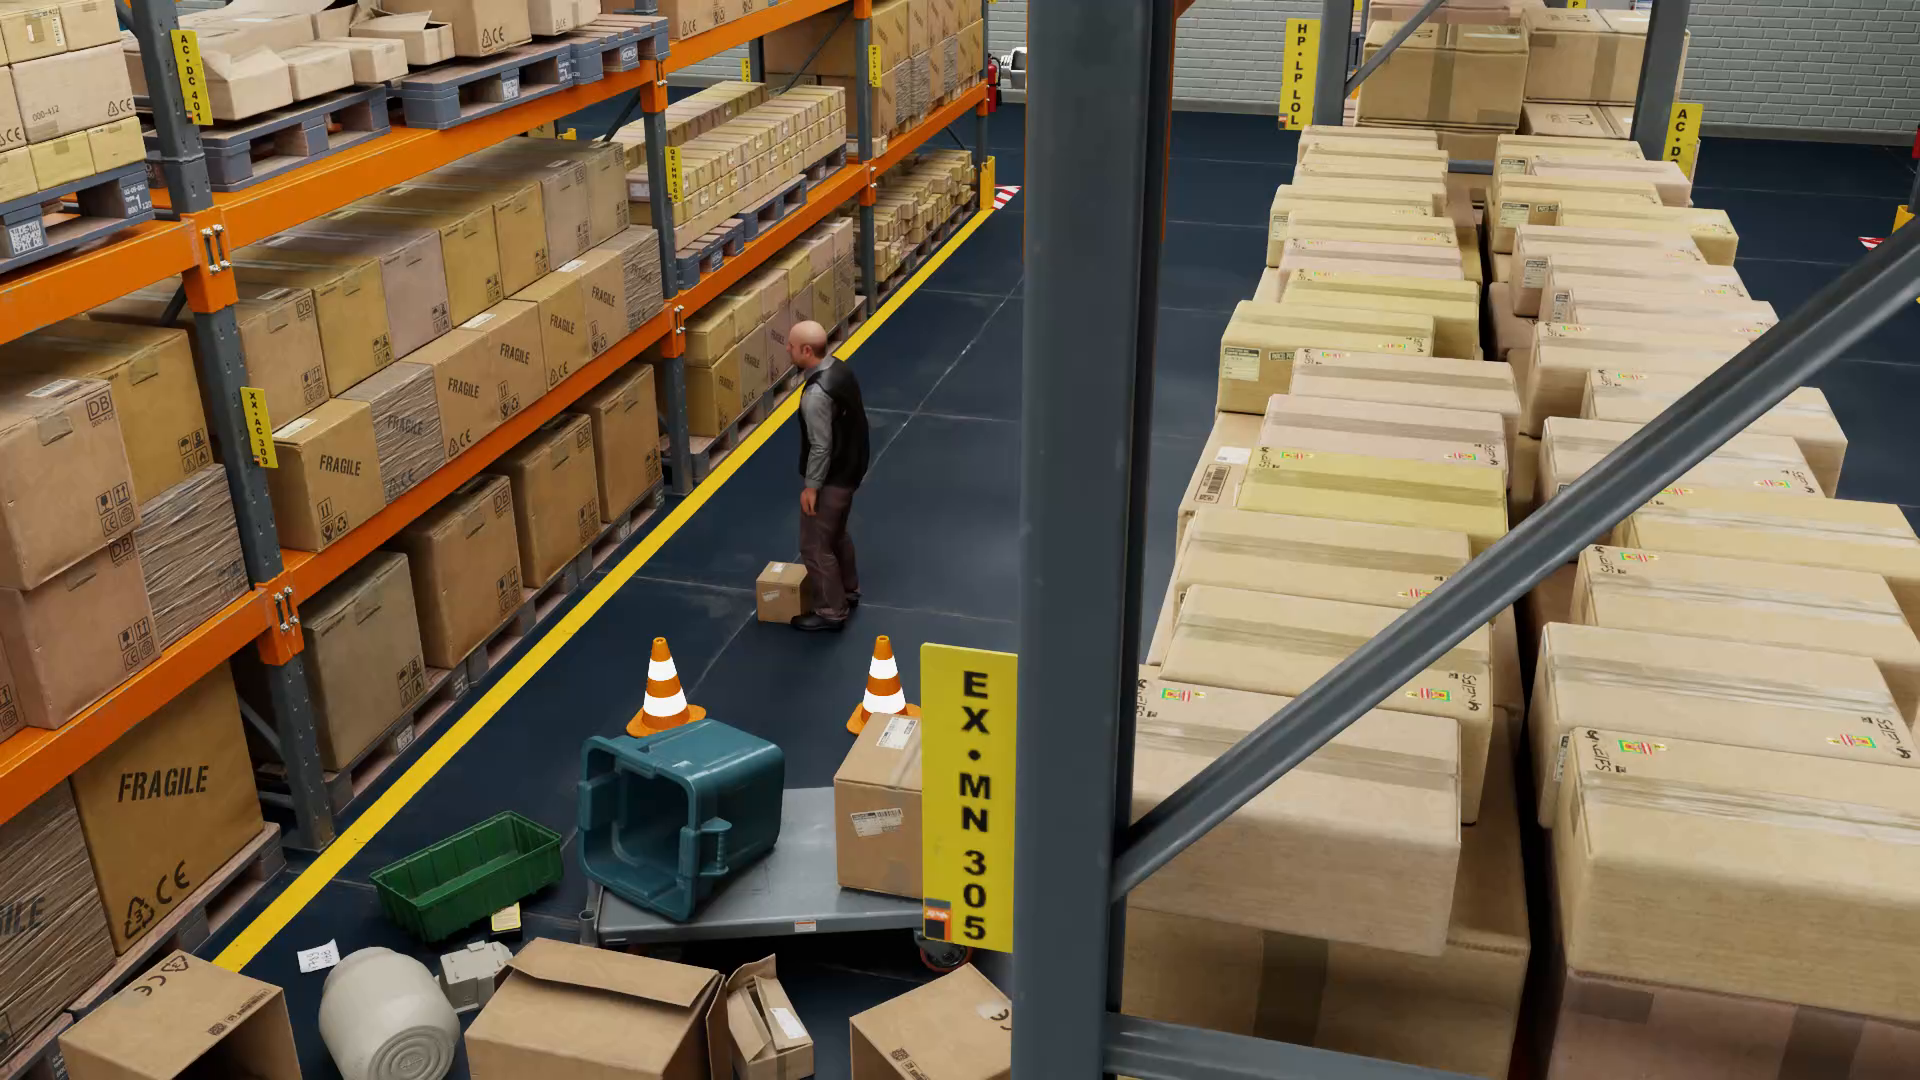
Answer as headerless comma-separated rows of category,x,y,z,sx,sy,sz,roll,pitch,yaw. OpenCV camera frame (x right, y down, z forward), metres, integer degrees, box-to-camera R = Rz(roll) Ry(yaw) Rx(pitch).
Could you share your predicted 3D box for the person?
person,-0.698,-0.343,8.867,0.427,1.720,0.590,5,26,10
